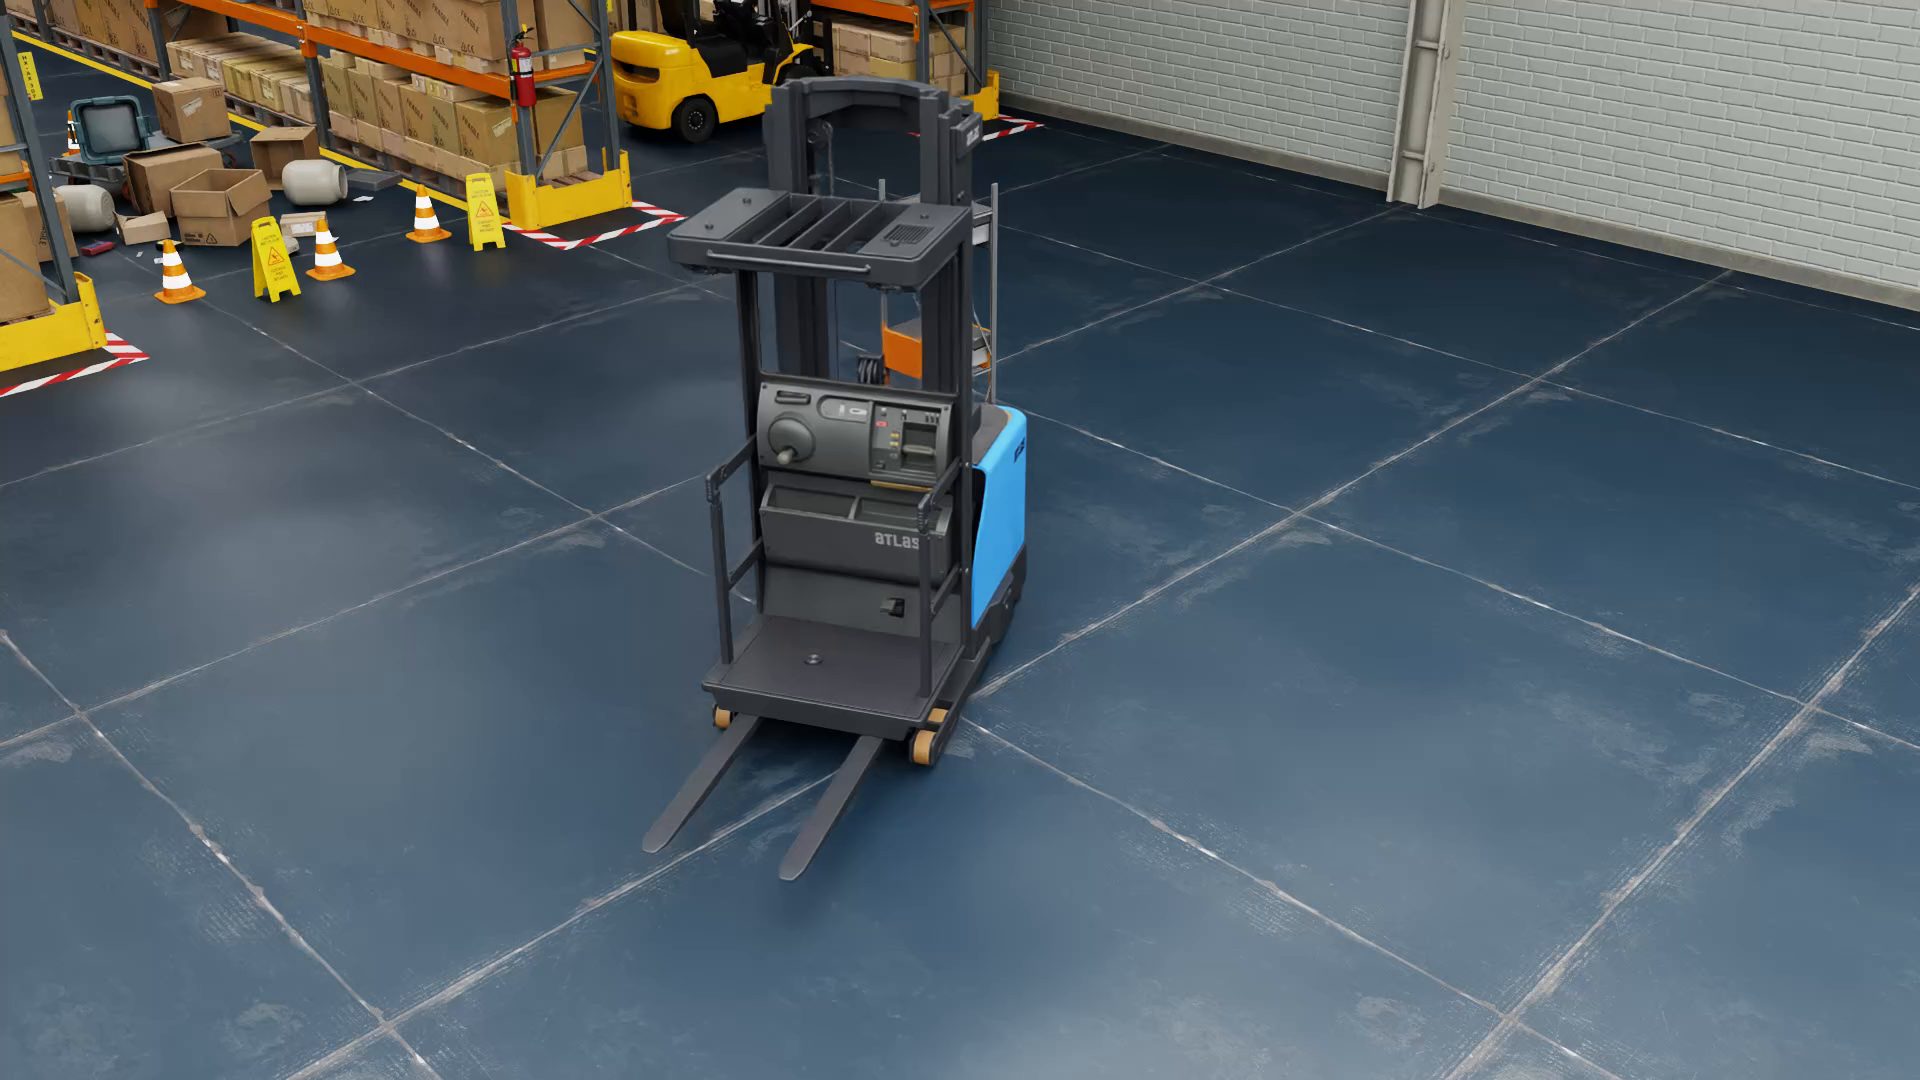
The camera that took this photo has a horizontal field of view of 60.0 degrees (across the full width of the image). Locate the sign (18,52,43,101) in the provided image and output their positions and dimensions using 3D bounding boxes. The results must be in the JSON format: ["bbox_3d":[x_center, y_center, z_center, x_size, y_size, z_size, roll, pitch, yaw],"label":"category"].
[{"bbox_3d":[-6.568,-3.273,11.736,0.005,0.325,0.100,25,36,38],"label":"sign"}]

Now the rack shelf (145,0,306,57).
[{"bbox_3d":[-7.841,-5.987,18.687,4.000,0.370,1.077,25,36,38],"label":"rack shelf"}]

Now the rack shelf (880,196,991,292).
[{"bbox_3d":[-0.118,-1.591,9.045,0.480,0.518,0.431,25,36,38],"label":"rack shelf"}]

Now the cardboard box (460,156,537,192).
[{"bbox_3d":[-4.345,-3.499,15.685,0.500,0.250,0.500,24,36,38],"label":"cardboard box"}]

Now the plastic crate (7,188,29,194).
[{"bbox_3d":[-8.771,-3.136,15.451,0.450,0.188,0.662,-16,30,-9],"label":"plastic crate"}]

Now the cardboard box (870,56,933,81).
[{"bbox_3d":[-0.652,-5.242,18.462,0.500,0.250,0.500,24,36,38],"label":"cardboard box"}]

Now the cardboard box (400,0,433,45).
[{"bbox_3d":[-4.851,-4.939,15.493,0.500,0.500,0.500,24,36,38],"label":"cardboard box"}]

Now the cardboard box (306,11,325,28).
[{"bbox_3d":[-6.415,-5.333,16.939,0.250,0.149,0.380,24,36,38],"label":"cardboard box"}]

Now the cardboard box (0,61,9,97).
[{"bbox_3d":[-7.199,-3.350,11.577,0.550,0.550,0.875,25,36,38],"label":"cardboard box"}]

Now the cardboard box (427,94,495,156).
[{"bbox_3d":[-4.691,-3.993,15.818,0.500,0.500,0.500,-24,36,-37],"label":"cardboard box"}]

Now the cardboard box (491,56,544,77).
[{"bbox_3d":[-3.979,-4.288,14.951,0.380,0.149,0.250,-24,36,-38],"label":"cardboard box"}]

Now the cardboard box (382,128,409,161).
[{"bbox_3d":[-5.415,-3.997,16.632,0.500,0.250,0.500,24,36,38],"label":"cardboard box"}]

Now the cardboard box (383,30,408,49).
[{"bbox_3d":[-5.310,-4.839,16.000,0.250,0.149,0.380,24,36,38],"label":"cardboard box"}]

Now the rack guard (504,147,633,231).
[{"bbox_3d":[-3.617,-3.266,15.425,0.348,0.500,1.175,25,36,38],"label":"rack guard"}]

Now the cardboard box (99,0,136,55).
[{"bbox_3d":[-10.335,-6.749,21.194,0.875,0.875,0.875,-25,37,-39],"label":"cardboard box"}]

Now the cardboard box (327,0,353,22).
[{"bbox_3d":[-5.922,-5.437,16.440,0.500,0.500,0.500,24,36,38],"label":"cardboard box"}]

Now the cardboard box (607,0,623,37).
[{"bbox_3d":[-4.403,-7.103,22.136,0.625,0.625,0.875,23,35,36],"label":"cardboard box"}]

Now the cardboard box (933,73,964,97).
[{"bbox_3d":[-0.299,-5.190,18.901,0.500,0.250,0.500,25,37,39],"label":"cardboard box"}]

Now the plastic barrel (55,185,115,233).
[{"bbox_3d":[-7.929,-2.976,14.955,0.512,0.421,0.421,-3,28,-5],"label":"plastic barrel"}]

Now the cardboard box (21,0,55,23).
[{"bbox_3d":[-12.492,-7.556,23.198,0.875,0.438,0.875,24,36,38],"label":"cardboard box"}]

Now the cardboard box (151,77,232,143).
[{"bbox_3d":[-7.642,-4.281,16.541,0.500,0.500,0.500,25,36,38],"label":"cardboard box"}]

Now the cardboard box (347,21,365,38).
[{"bbox_3d":[-5.836,-5.099,16.493,0.380,0.149,0.250,-24,36,-38],"label":"cardboard box"}]

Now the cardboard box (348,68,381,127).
[{"bbox_3d":[-5.794,-4.501,16.784,0.500,0.500,0.500,-24,36,-37],"label":"cardboard box"}]

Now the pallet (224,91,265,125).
[{"bbox_3d":[-7.845,-5.071,19.166,1.213,0.211,1.003,25,36,38],"label":"pallet"}]

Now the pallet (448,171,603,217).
[{"bbox_3d":[-4.172,-3.415,16.018,1.213,0.211,1.003,25,36,38],"label":"pallet"}]

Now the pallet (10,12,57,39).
[{"bbox_3d":[-12.607,-7.303,23.413,1.213,0.211,1.003,25,36,38],"label":"pallet"}]

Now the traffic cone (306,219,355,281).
[{"bbox_3d":[-5.310,-2.458,13.927,0.334,0.463,0.336,25,36,38],"label":"traffic cone"}]

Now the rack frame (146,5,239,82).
[{"bbox_3d":[-9.267,-6.958,19.760,0.127,3.000,1.000,25,36,38],"label":"rack frame"}]

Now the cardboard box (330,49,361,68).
[{"bbox_3d":[-6.137,-4.898,16.843,0.380,0.149,0.250,-25,36,-38],"label":"cardboard box"}]

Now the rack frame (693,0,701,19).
[{"bbox_3d":[-2.938,-7.302,20.413,0.127,3.000,1.000,25,36,38],"label":"rack frame"}]

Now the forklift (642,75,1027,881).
[{"bbox_3d":[-0.552,-0.452,7.461,1.130,2.935,3.031,8,29,15],"label":"forklift"}]

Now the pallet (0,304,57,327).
[{"bbox_3d":[-7.586,-1.673,12.705,1.213,0.211,1.003,25,36,38],"label":"pallet"}]

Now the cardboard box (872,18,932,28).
[{"bbox_3d":[-0.654,-5.789,18.966,0.500,0.250,0.500,25,36,38],"label":"cardboard box"}]

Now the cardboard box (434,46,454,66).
[{"bbox_3d":[-4.610,-4.498,15.352,0.380,0.149,0.250,-25,36,-38],"label":"cardboard box"}]

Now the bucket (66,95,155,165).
[{"bbox_3d":[-8.100,-3.922,15.870,0.726,0.611,0.620,-13,20,-22],"label":"bucket"}]

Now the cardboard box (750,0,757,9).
[{"bbox_3d":[-2.455,-6.281,19.901,0.500,0.250,0.500,25,36,38],"label":"cardboard box"}]

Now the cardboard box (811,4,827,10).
[{"bbox_3d":[-1.728,-6.287,19.912,0.500,0.250,0.500,25,37,39],"label":"cardboard box"}]

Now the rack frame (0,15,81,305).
[{"bbox_3d":[-6.961,-2.672,11.609,0.127,3.000,1.000,25,36,38],"label":"rack frame"}]

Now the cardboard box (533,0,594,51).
[{"bbox_3d":[-3.706,-4.770,15.172,0.500,0.500,0.500,24,36,38],"label":"cardboard box"}]

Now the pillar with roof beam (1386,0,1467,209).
[{"bbox_3d":[1.310,-5.792,11.095,0.400,9.000,9.100,25,36,38],"label":"pillar with roof beam"}]

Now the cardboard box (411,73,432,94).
[{"bbox_3d":[-4.990,-4.378,15.853,0.380,0.149,0.250,-23,36,-37],"label":"cardboard box"}]

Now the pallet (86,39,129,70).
[{"bbox_3d":[-10.642,-6.404,21.703,1.213,0.211,1.003,25,36,38],"label":"pallet"}]

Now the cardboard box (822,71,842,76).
[{"bbox_3d":[-1.340,-5.345,19.196,0.500,0.250,0.500,-25,37,-39],"label":"cardboard box"}]

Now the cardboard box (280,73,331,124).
[{"bbox_3d":[-6.791,-4.846,18.116,0.950,0.372,0.625,-25,37,-39],"label":"cardboard box"}]

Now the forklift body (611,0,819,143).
[{"bbox_3d":[-2.717,-5.634,18.154,1.214,2.155,2.313,25,36,38],"label":"forklift body"}]

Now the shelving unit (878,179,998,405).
[{"bbox_3d":[-0.118,-0.983,9.364,0.503,2.100,0.431,25,36,38],"label":"shelving unit"}]

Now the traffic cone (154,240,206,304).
[{"bbox_3d":[-6.344,-2.194,13.425,0.334,0.463,0.336,25,36,38],"label":"traffic cone"}]

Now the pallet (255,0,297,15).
[{"bbox_3d":[-6.858,-5.866,17.889,1.213,0.211,1.003,25,36,38],"label":"pallet"}]

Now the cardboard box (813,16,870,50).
[{"bbox_3d":[-1.368,-5.781,18.949,0.500,0.250,0.500,-25,37,-39],"label":"cardboard box"}]

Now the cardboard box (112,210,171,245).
[{"bbox_3d":[-7.297,-2.818,14.823,0.396,0.266,0.258,-18,33,-31],"label":"cardboard box"}]

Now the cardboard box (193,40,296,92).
[{"bbox_3d":[-8.340,-5.555,19.464,0.625,0.372,0.950,24,36,37],"label":"cardboard box"}]

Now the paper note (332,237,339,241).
[{"bbox_3d":[-5.632,-2.682,14.817,0.142,0.019,0.148,12,30,22],"label":"paper note"}]
